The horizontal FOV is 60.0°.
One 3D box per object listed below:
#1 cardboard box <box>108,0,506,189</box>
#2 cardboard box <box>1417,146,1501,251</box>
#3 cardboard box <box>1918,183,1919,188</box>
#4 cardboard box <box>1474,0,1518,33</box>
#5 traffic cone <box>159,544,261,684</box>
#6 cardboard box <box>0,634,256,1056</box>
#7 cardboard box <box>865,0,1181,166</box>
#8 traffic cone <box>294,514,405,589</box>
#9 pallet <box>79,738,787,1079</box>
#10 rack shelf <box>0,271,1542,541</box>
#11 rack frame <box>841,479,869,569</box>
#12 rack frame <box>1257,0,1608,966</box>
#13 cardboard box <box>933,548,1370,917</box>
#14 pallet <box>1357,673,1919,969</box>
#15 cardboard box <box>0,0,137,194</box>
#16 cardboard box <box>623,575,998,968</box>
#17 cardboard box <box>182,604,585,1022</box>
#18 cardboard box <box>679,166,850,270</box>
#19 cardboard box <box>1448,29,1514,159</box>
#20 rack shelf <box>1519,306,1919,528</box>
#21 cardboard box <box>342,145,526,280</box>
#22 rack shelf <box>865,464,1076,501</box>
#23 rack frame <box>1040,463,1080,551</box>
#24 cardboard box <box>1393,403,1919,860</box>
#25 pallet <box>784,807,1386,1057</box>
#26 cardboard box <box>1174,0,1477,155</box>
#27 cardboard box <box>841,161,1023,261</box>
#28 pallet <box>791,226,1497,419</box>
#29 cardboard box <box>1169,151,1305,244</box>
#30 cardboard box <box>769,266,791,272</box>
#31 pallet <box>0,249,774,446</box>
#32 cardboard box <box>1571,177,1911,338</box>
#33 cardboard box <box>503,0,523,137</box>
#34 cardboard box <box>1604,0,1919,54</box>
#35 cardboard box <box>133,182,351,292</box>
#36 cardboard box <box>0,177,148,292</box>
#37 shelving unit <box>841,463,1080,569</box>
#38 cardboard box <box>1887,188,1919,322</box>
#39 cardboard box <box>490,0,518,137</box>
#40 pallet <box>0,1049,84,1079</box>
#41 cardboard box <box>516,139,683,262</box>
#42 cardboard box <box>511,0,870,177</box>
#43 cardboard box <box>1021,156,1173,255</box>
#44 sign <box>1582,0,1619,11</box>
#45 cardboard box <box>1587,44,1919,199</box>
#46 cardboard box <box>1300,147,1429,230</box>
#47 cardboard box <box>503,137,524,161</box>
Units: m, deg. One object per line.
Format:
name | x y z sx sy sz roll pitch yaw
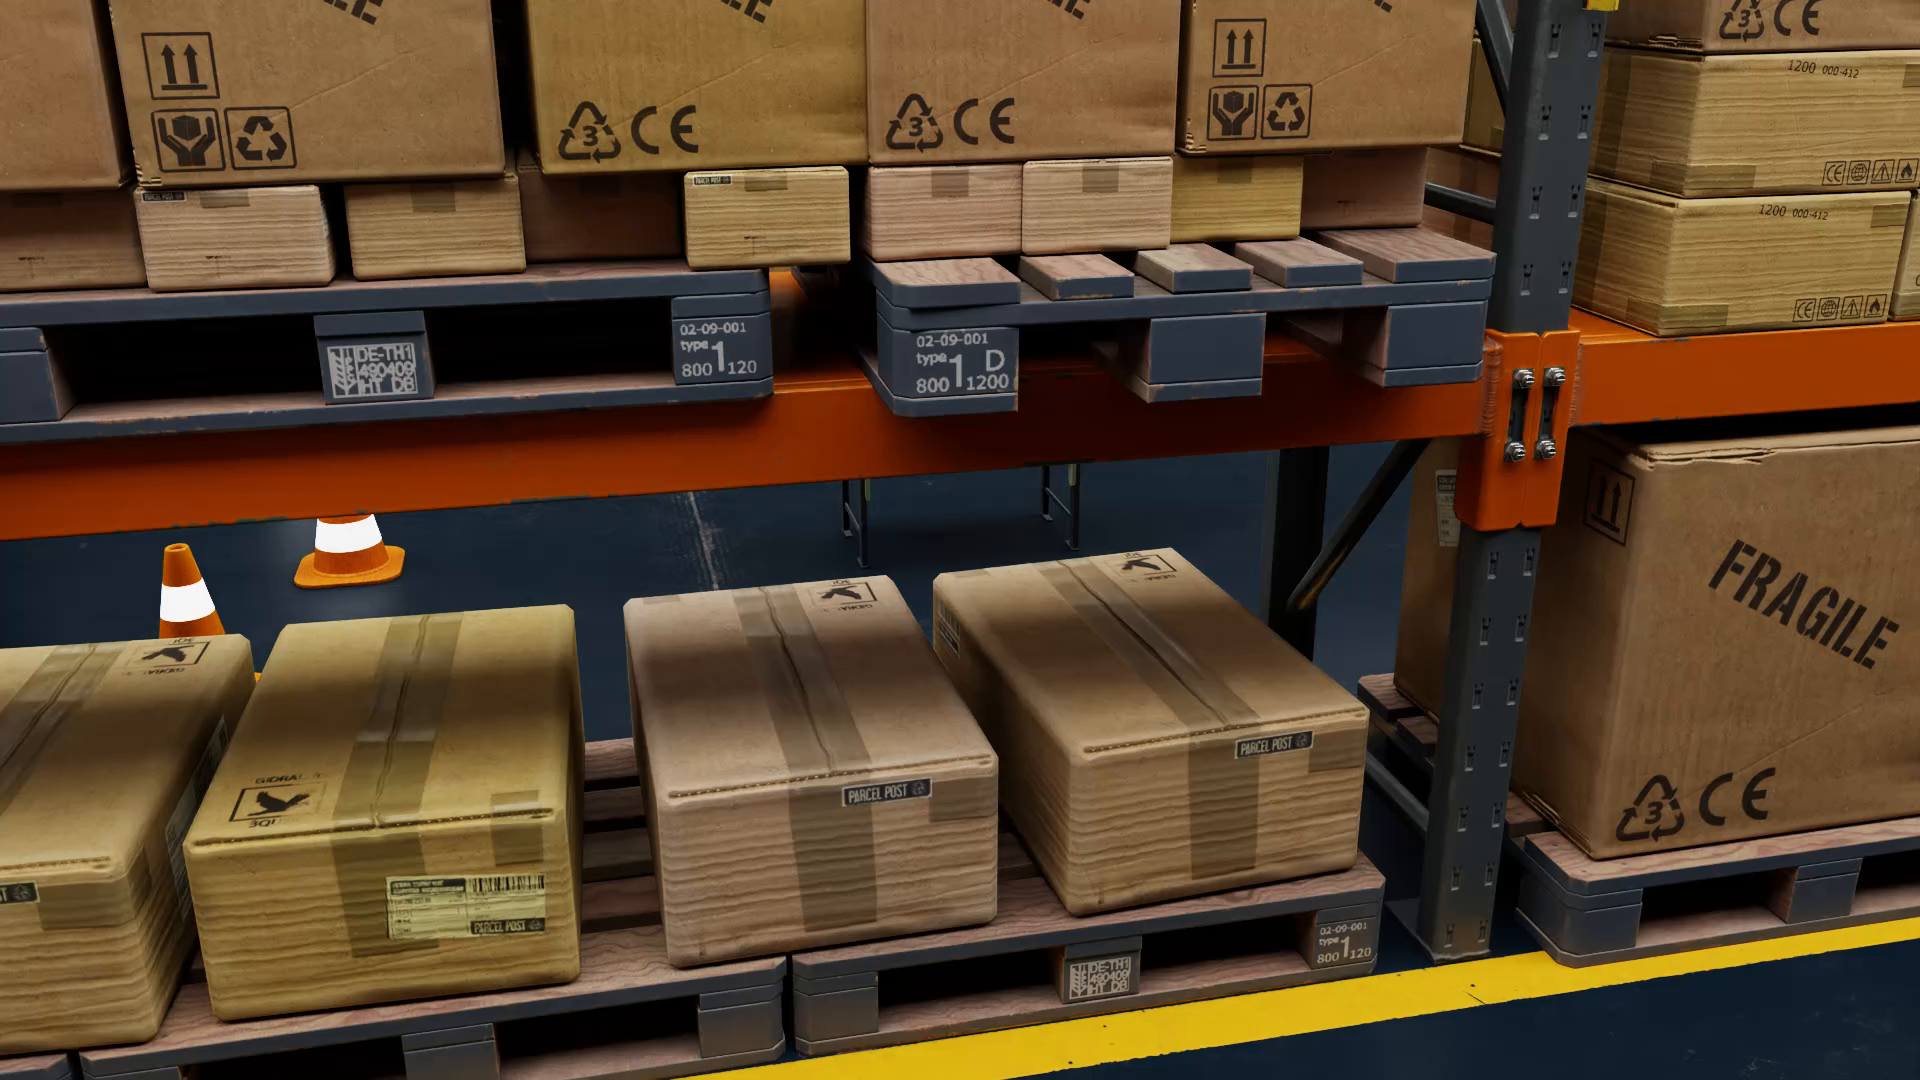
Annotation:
cardboard box | -0.979 -0.831 2.535 0.500 0.500 0.500 -6 21 -15
cardboard box | 1.355 -0.761 3.749 0.500 0.250 0.500 -5 21 -14
cardboard box | 1.976 -0.867 3.311 0.500 0.250 0.500 -4 21 -11
cardboard box | 1.366 -1.349 3.538 0.500 0.500 0.500 -5 21 -14
traffic cone | -2.085 0.237 4.496 0.334 0.463 0.336 -5 21 -12
cardboard box | -1.761 0.548 3.166 0.625 0.372 0.950 -3 20 -9
cardboard box | 0.044 -0.915 2.762 0.500 0.500 0.500 -5 21 -13
traffic cone | -2.033 -0.121 5.473 0.334 0.463 0.336 -5 21 -12
pallet | -1.023 0.762 3.429 1.213 0.211 1.003 -5 21 -12
rack shelf | -1.024 -0.208 3.068 4.000 0.370 1.077 -5 21 -12
rack frame | -0.363 -0.675 5.476 0.023 1.500 0.400 -5 21 -12
rack frame | 0.923 -0.705 3.377 0.127 3.000 1.000 -5 21 -12
cardboard box | 0.371 0.374 3.644 0.625 0.372 0.950 -6 21 -16
pallet | 1.707 0.568 3.958 1.213 0.211 1.003 -5 21 -12
cardboard box | -1.476 -0.787 2.414 0.500 0.500 0.500 -5 21 -13
cardboard box | -0.346 0.435 3.477 0.625 0.372 0.950 -5 21 -14
cardboard box | -1.085 0.493 3.318 0.625 0.372 0.950 -4 20 -11
cardboard box | -0.333 -0.555 2.723 0.250 0.149 0.380 -4 21 -12
cardboard box | 1.336 -0.992 3.654 0.500 0.250 0.500 -5 21 -13
rack shelf | 2.869 -0.525 3.933 4.000 0.370 1.077 -5 21 -12
cardboard box | -0.832 -0.530 2.655 0.250 0.149 0.380 -5 21 -14
rack shelf | -0.006 -0.398 5.667 0.720 0.370 0.431 -5 21 -12
rack frame | 0.350 -0.733 5.634 0.023 1.500 0.400 -5 21 -12
cardboard box | 1.614 0.069 3.743 0.875 0.875 0.875 -5 21 -13
pallet | 0.162 0.666 3.689 1.213 0.211 1.003 -5 21 -12
cardboard box | 0.544 -0.959 2.884 0.500 0.500 0.500 -5 21 -14
cardboard box | -0.068 -0.581 2.795 0.250 0.149 0.380 -6 21 -15
pallet | 0.254 -0.522 3.159 1.003 0.211 1.213 -5 21 -12
cardboard box | 0.414 -0.634 2.938 0.250 0.149 0.380 -4 21 -12
cardboard box | -0.928 -1.476 8.144 0.750 0.750 1.050 -5 21 -13
pallet | -0.994 -0.444 2.945 1.213 0.211 1.003 -5 21 -12
cardboard box | 1.457 -0.589 3.279 0.500 0.250 0.500 -5 21 -13
cardboard box | -0.589 -1.042 3.111 0.500 0.500 0.500 -4 21 -12
cardboard box | 1.459 -1.178 3.071 0.500 0.500 0.500 -5 21 -14
cardboard box | -1.085 -0.499 2.570 0.250 0.149 0.380 -4 20 -10
cardboard box | -1.355 -0.495 2.560 0.250 0.149 0.380 -4 21 -12
shelving unit | -0.006 -0.704 5.555 0.755 1.500 0.431 -5 21 -12
cardboard box | 1.953 -0.635 3.406 0.500 0.250 0.500 -5 21 -14
cardboard box | -1.078 -1.005 3.010 0.500 0.500 0.500 -5 21 -15
pallet | -2.213 0.859 3.162 1.213 0.211 1.003 -5 21 -12
cardboard box | -0.606 -0.577 2.784 0.250 0.149 0.380 -4 21 -12
cardboard box | -0.447 -0.874 2.652 0.500 0.500 0.500 -6 21 -16
cardboard box | 0.179 -0.599 2.843 0.250 0.149 0.380 -5 21 -13
sign | 1.057 -1.030 2.698 0.005 0.325 0.100 -5 21 -12
cardboard box | 1.473 -0.826 3.200 0.500 0.250 0.500 -5 21 -13
cardboard box | 0.658 -0.679 3.062 0.250 0.149 0.380 -4 20 -10
cardboard box | -0.751 -0.707 3.139 0.250 0.149 0.380 -4 20 -10
